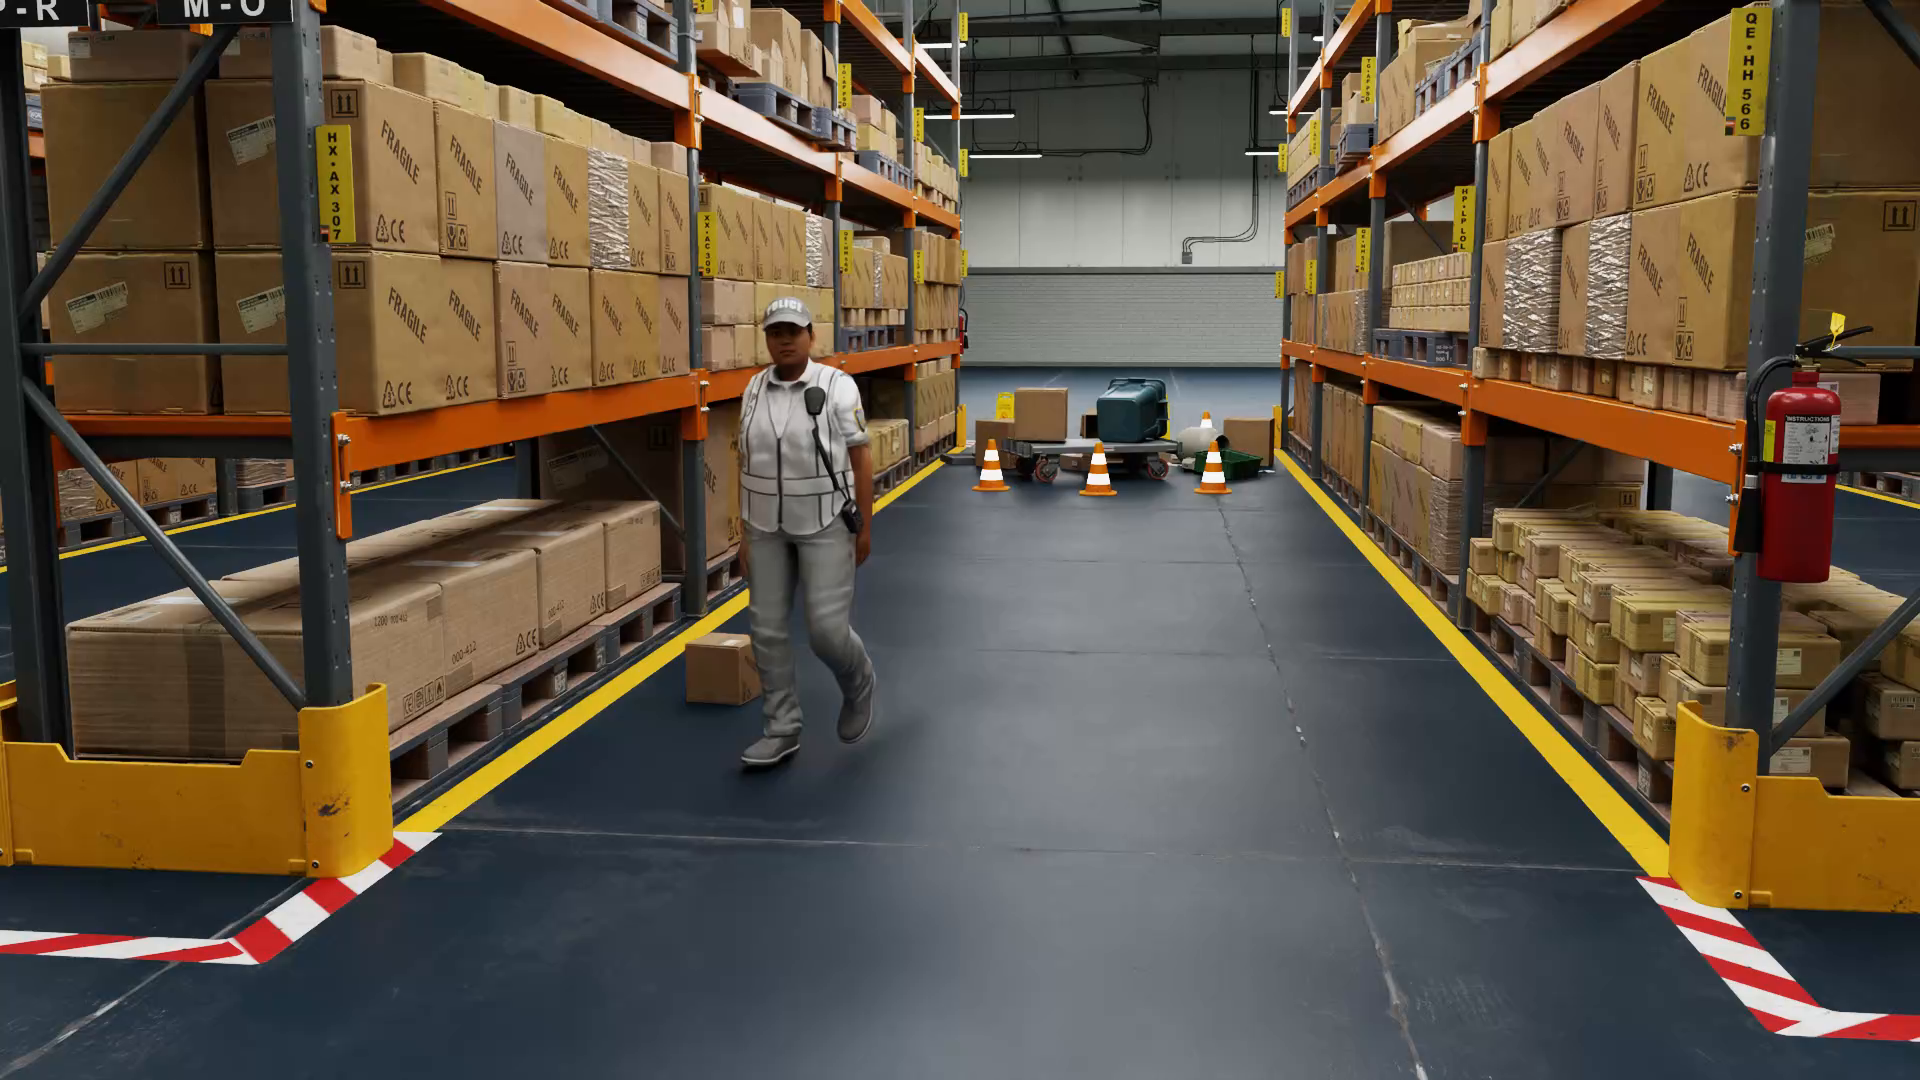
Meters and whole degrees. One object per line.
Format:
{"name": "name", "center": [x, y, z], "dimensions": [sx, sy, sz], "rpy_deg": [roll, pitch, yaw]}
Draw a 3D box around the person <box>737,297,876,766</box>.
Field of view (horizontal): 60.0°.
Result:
{"name": "person", "center": [-0.542, -0.039, 5.963], "dimensions": [0.481, 1.648, 0.536], "rpy_deg": [2, 8, 17]}
